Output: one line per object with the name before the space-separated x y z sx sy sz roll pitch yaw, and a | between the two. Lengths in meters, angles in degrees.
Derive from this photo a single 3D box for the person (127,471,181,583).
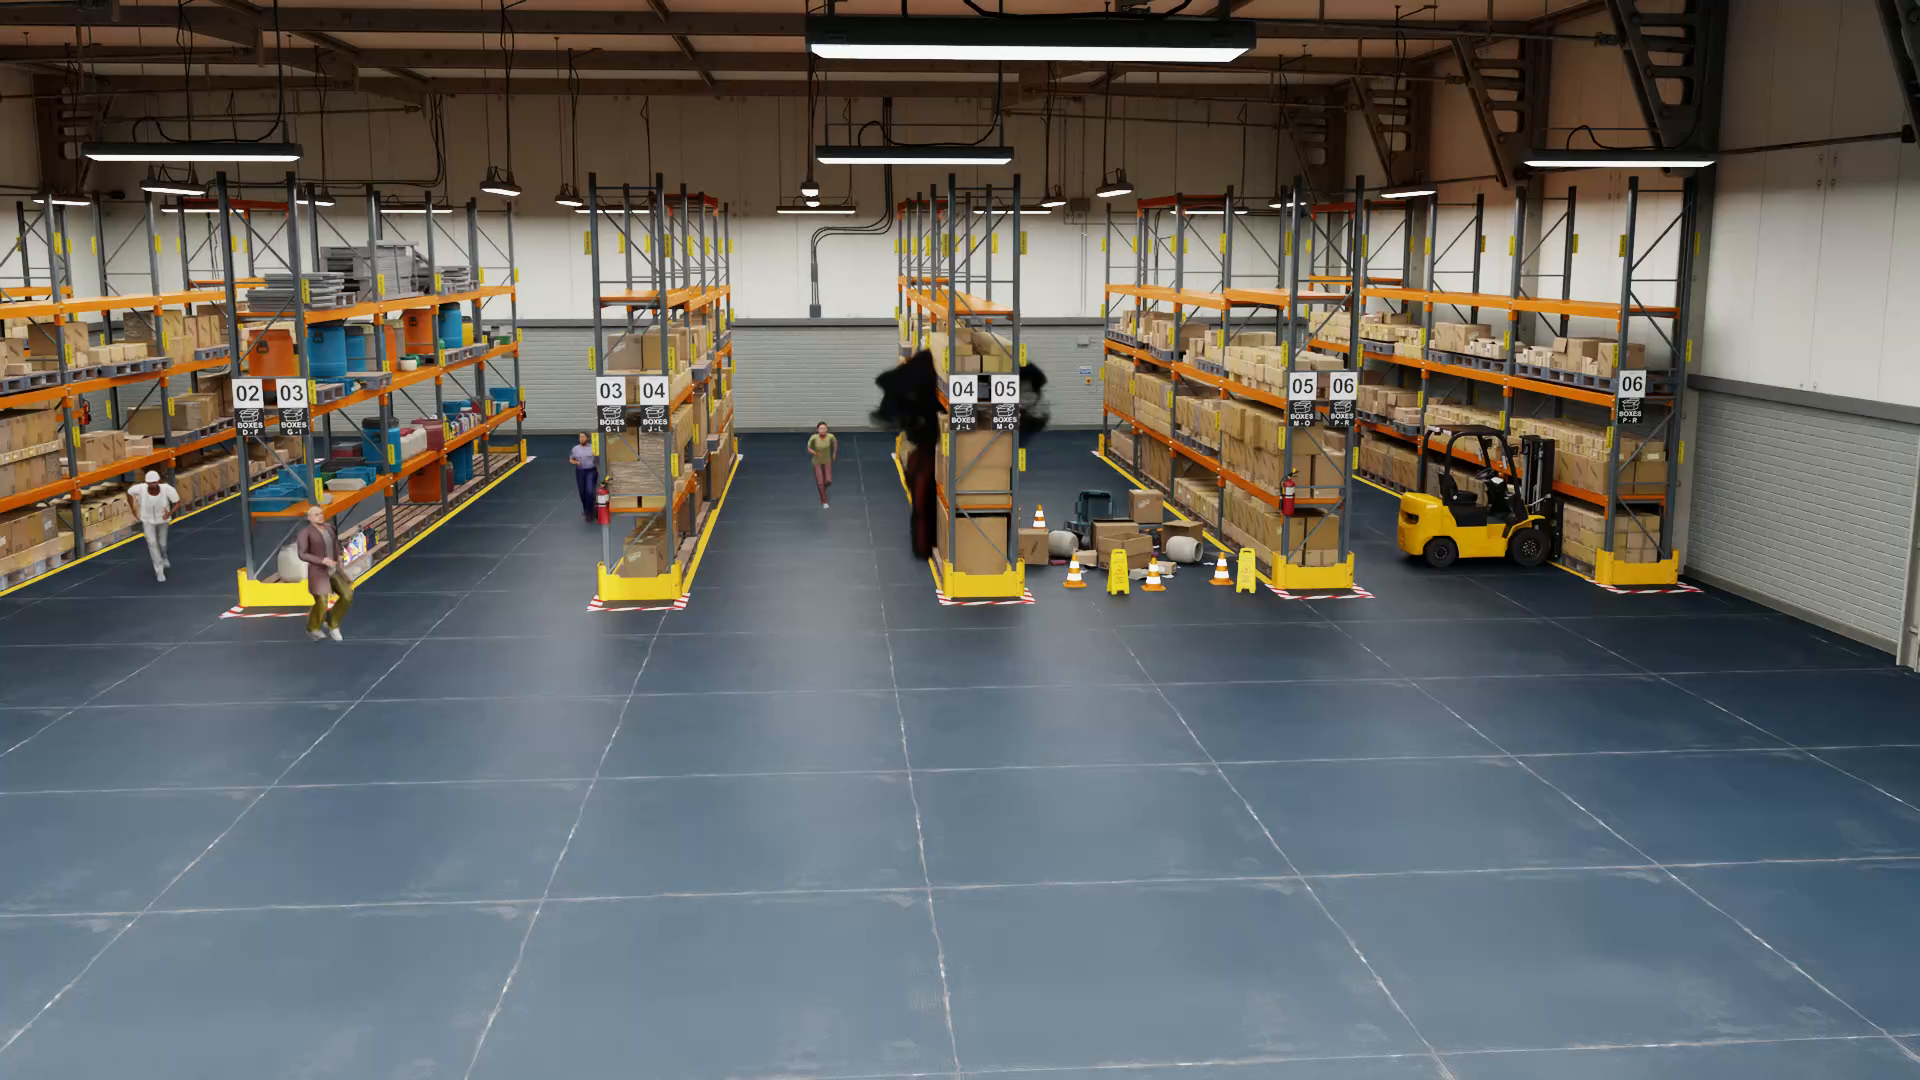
person | -12.271 -0.246 25.396 0.745 1.715 1.061 -4 11 -21

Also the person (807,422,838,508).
person | -2.503 -1.376 30.324 0.571 1.595 0.677 -1 10 -8

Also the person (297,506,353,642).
person | -8.113 0.440 21.238 0.745 1.773 0.718 6 12 31

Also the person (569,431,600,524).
person | -6.888 -1.159 30.696 0.607 1.675 0.802 0 10 2
